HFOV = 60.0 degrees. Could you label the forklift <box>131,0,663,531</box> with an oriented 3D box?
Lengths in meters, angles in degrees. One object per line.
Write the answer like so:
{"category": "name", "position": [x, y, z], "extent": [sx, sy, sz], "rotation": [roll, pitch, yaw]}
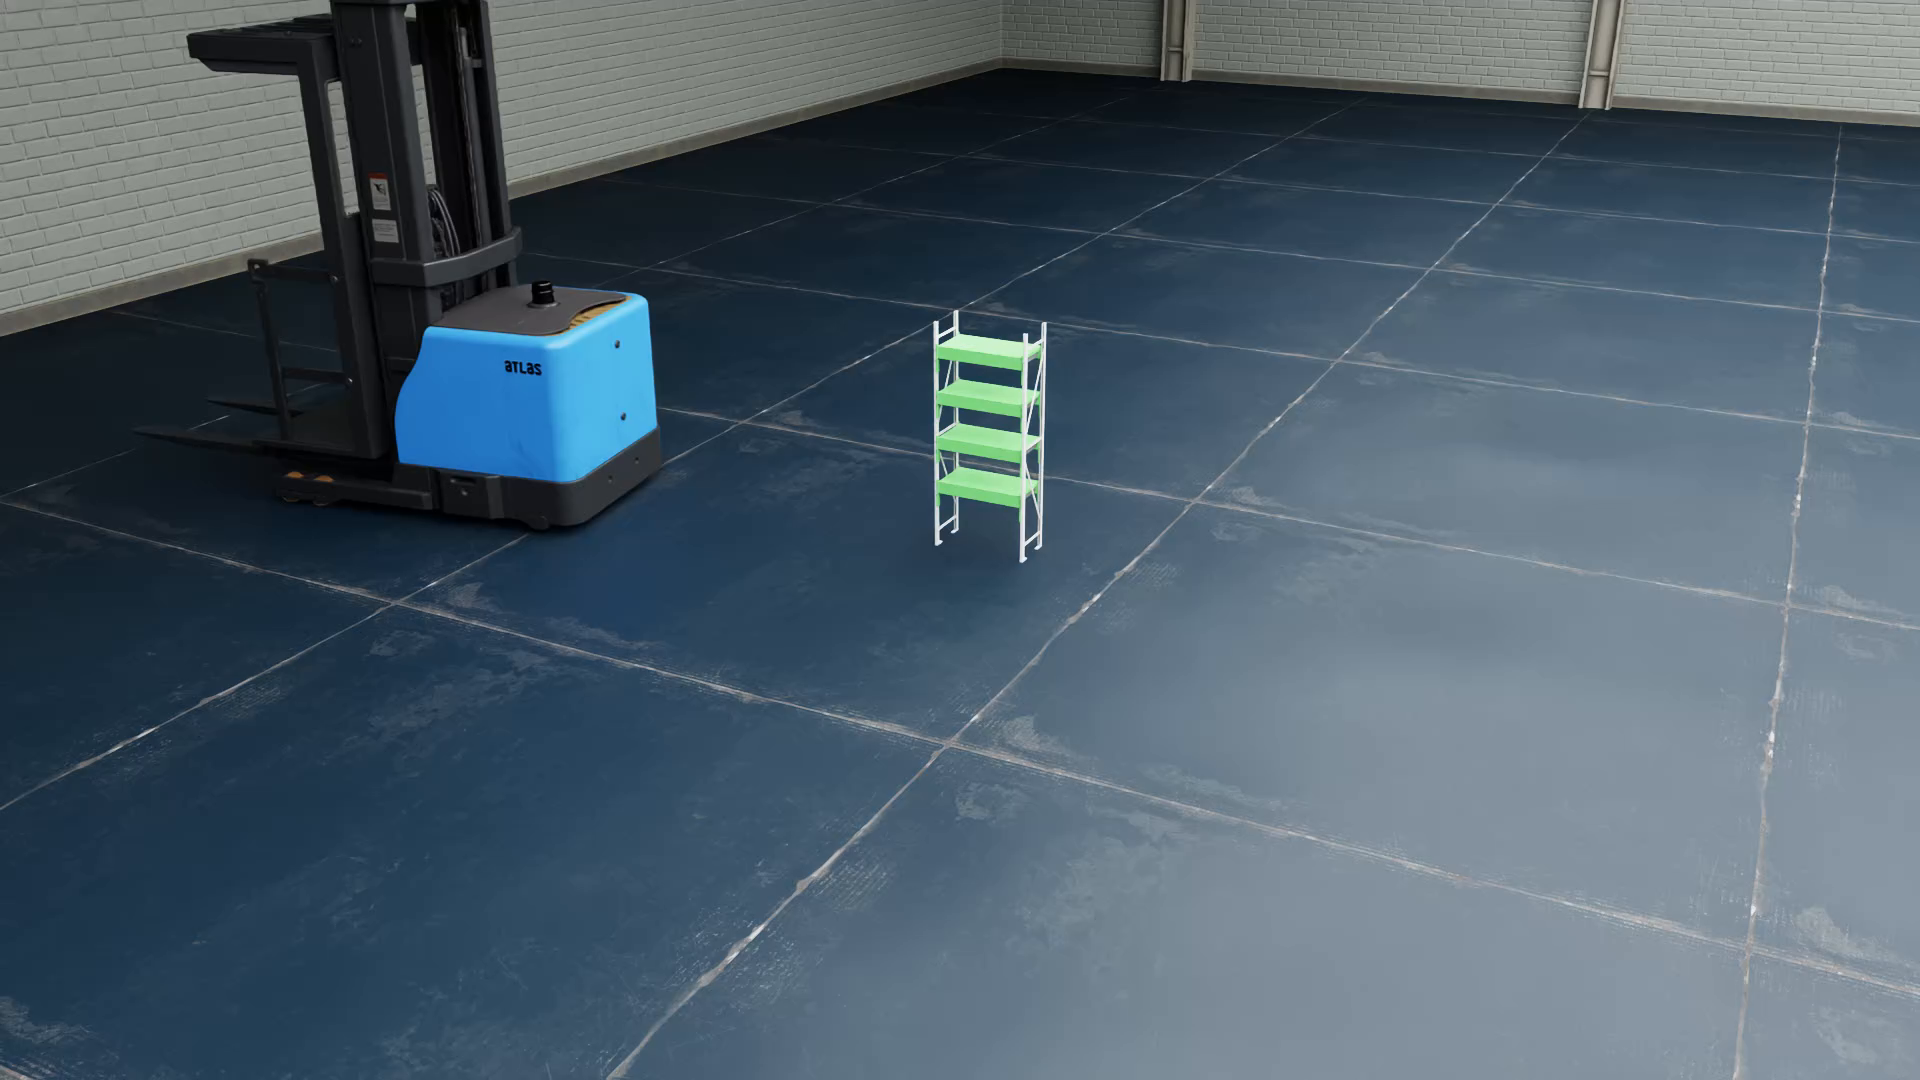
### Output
{"category": "forklift", "position": [-3.286, -1.723, 9.056], "extent": [3.031, 2.935, 1.130], "rotation": [7, 24, 16]}

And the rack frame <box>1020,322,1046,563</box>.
{"category": "rack frame", "position": [0.365, -0.480, 8.345], "extent": [0.015, 1.200, 0.240], "rotation": [11, 25, 25]}

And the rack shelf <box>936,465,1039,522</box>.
{"category": "rack shelf", "position": [0.148, -0.243, 8.565], "extent": [0.480, 0.148, 0.258], "rotation": [11, 25, 25]}

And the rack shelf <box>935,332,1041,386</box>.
{"category": "rack shelf", "position": [0.148, -0.906, 8.284], "extent": [0.480, 0.148, 0.258], "rotation": [11, 25, 25]}

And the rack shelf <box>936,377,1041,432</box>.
{"category": "rack shelf", "position": [0.148, -0.685, 8.378], "extent": [0.480, 0.148, 0.258], "rotation": [11, 25, 25]}

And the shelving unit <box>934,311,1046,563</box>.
{"category": "shelving unit", "position": [0.148, -0.523, 8.446], "extent": [0.503, 1.200, 0.258], "rotation": [11, 25, 25]}

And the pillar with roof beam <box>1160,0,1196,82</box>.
{"category": "pillar with roof beam", "position": [1.310, -9.562, 19.735], "extent": [0.400, 9.000, 9.100], "rotation": [11, 25, 25]}

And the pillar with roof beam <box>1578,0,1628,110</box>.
{"category": "pillar with roof beam", "position": [6.664, -8.502, 17.243], "extent": [0.400, 9.000, 9.100], "rotation": [11, 25, 25]}

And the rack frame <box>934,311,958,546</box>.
{"category": "rack frame", "position": [-0.070, -0.566, 8.548], "extent": [0.015, 1.200, 0.240], "rotation": [11, 25, 25]}

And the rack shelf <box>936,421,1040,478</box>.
{"category": "rack shelf", "position": [0.148, -0.464, 8.471], "extent": [0.480, 0.148, 0.258], "rotation": [11, 25, 25]}
